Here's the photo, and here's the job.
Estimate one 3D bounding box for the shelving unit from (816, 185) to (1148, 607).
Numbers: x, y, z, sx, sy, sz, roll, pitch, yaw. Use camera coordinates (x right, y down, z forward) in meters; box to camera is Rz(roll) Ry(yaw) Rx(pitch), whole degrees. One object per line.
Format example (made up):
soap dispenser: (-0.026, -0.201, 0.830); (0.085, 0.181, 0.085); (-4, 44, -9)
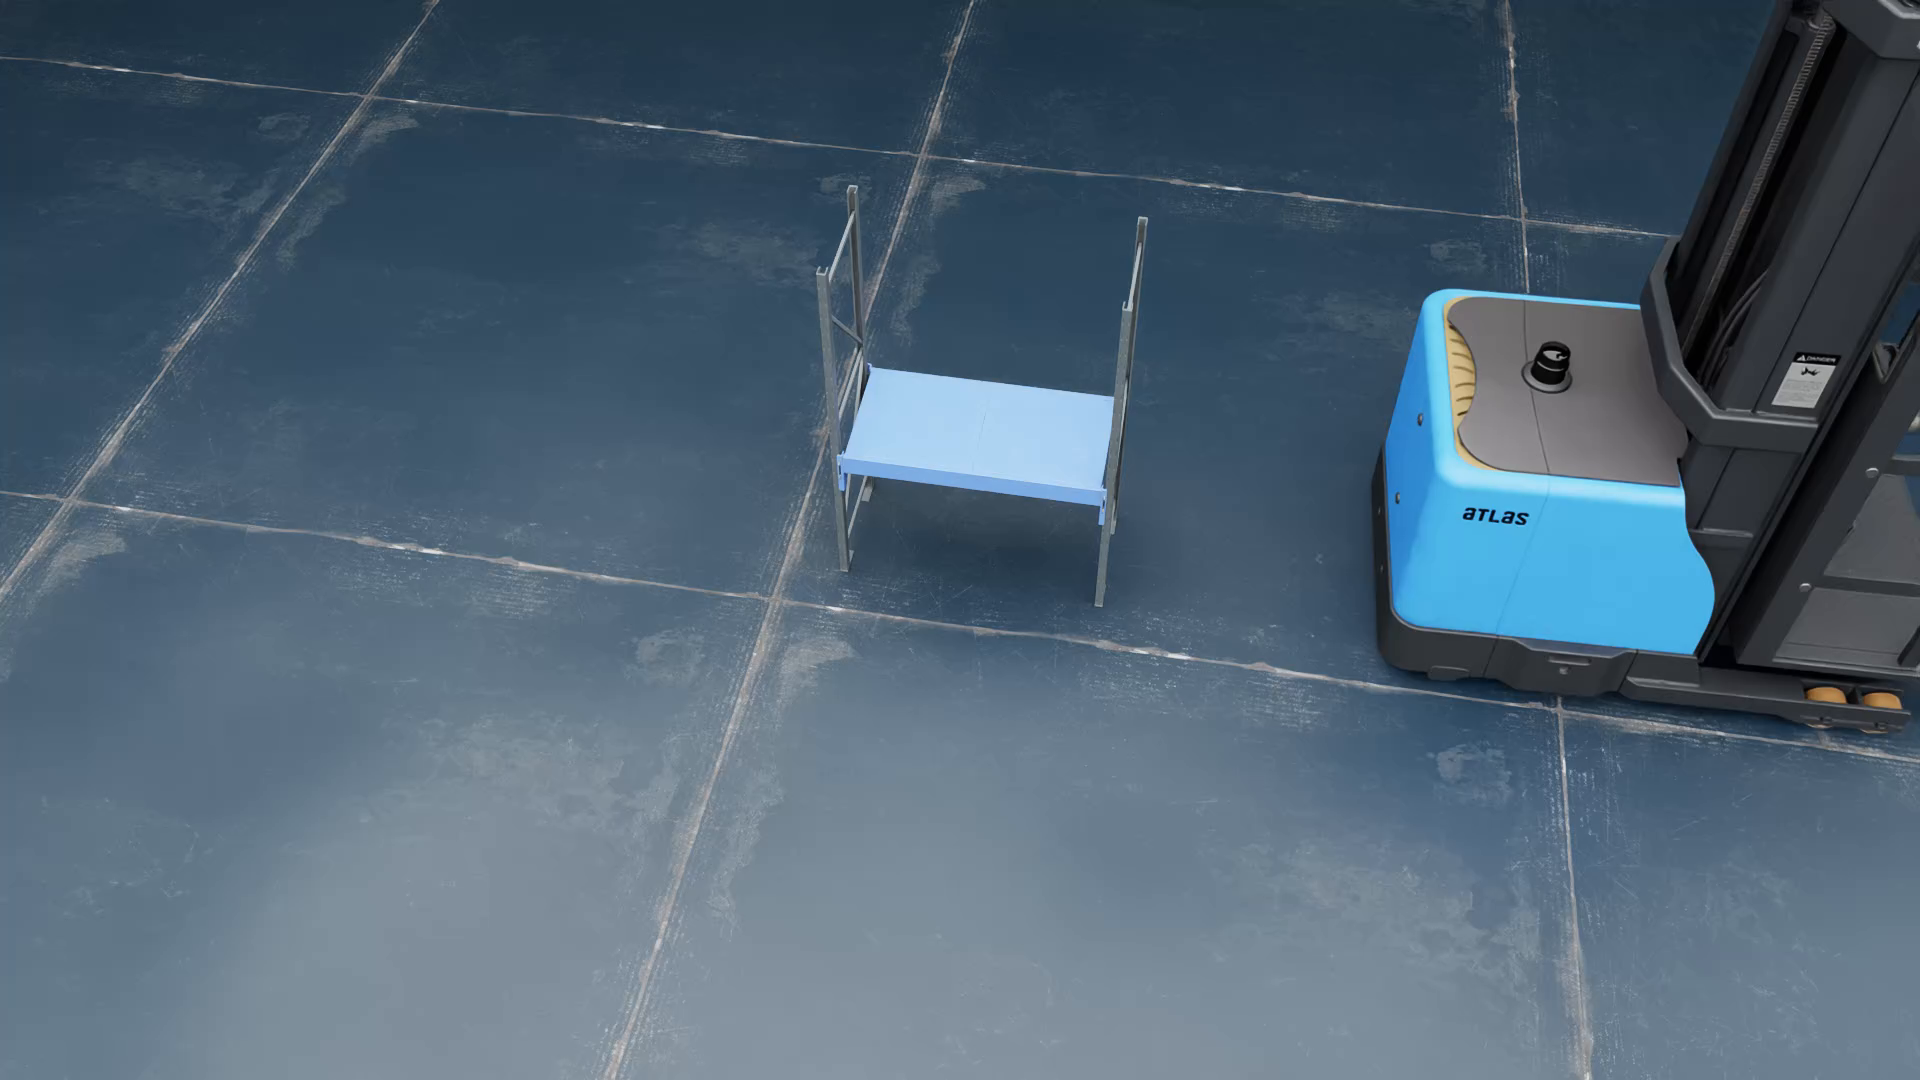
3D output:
shelving unit: (0.084, -0.490, 6.154); (1.048, 1.500, 0.538); (8, 49, 7)

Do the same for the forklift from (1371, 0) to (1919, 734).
forklift: (3.132, -0.694, 5.375); (3.031, 2.935, 1.130); (6, 48, 5)

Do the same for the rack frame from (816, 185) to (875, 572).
rack frame: (-0.416, -0.557, 6.214); (0.032, 1.500, 0.500); (8, 49, 7)

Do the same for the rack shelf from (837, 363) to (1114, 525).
rack shelf: (0.084, -0.370, 6.288); (1.000, 0.185, 0.538); (8, 49, 7)

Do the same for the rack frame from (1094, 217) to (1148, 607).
rack frame: (0.584, -0.423, 6.094); (0.032, 1.500, 0.500); (8, 49, 7)
